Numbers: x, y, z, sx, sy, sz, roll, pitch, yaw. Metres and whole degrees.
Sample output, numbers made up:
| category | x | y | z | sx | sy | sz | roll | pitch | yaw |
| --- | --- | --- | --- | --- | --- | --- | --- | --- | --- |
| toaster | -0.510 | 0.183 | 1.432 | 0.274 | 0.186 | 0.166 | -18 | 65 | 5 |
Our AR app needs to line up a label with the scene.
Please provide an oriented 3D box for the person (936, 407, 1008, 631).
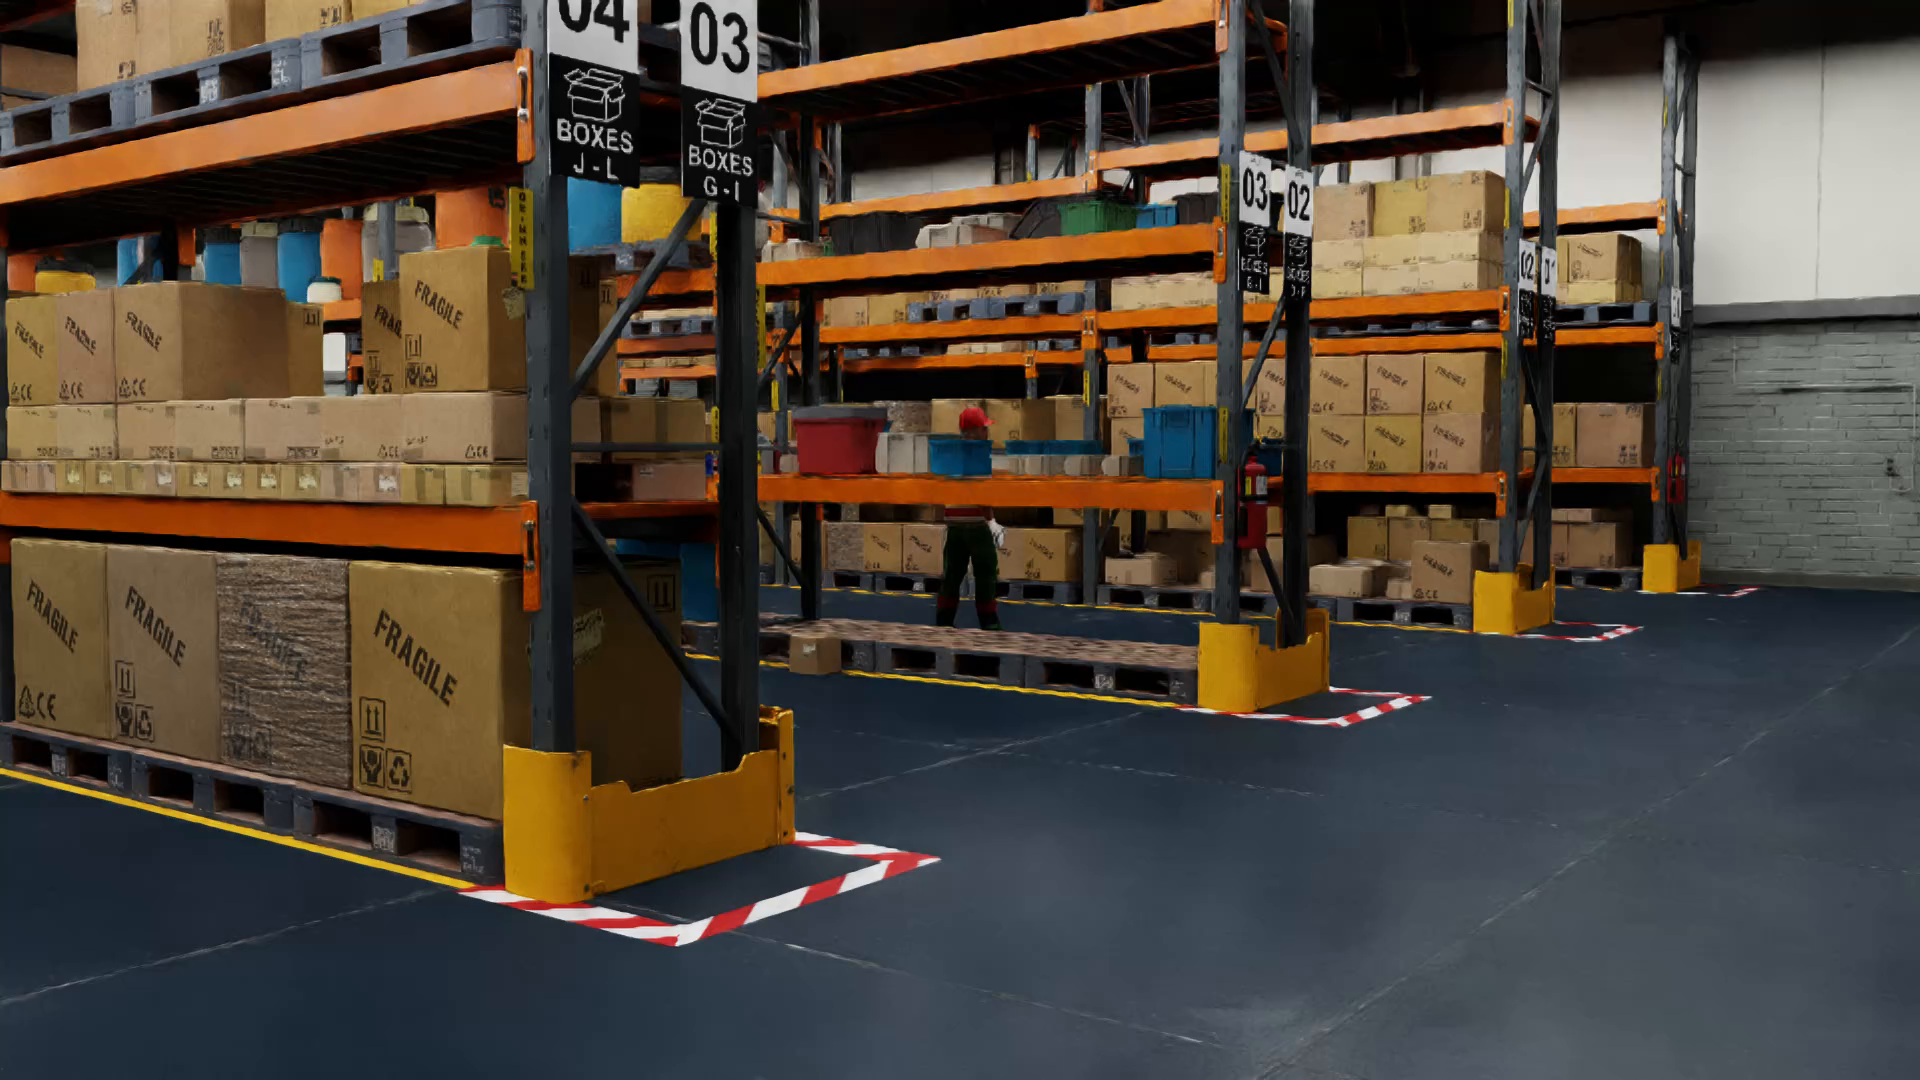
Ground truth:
| category | x | y | z | sx | sy | sz | roll | pitch | yaw |
| --- | --- | --- | --- | --- | --- | --- | --- | --- | --- |
| person | 0.145 | -0.096 | 12.435 | 0.580 | 1.787 | 0.678 | -2 | 4 | -34 |
